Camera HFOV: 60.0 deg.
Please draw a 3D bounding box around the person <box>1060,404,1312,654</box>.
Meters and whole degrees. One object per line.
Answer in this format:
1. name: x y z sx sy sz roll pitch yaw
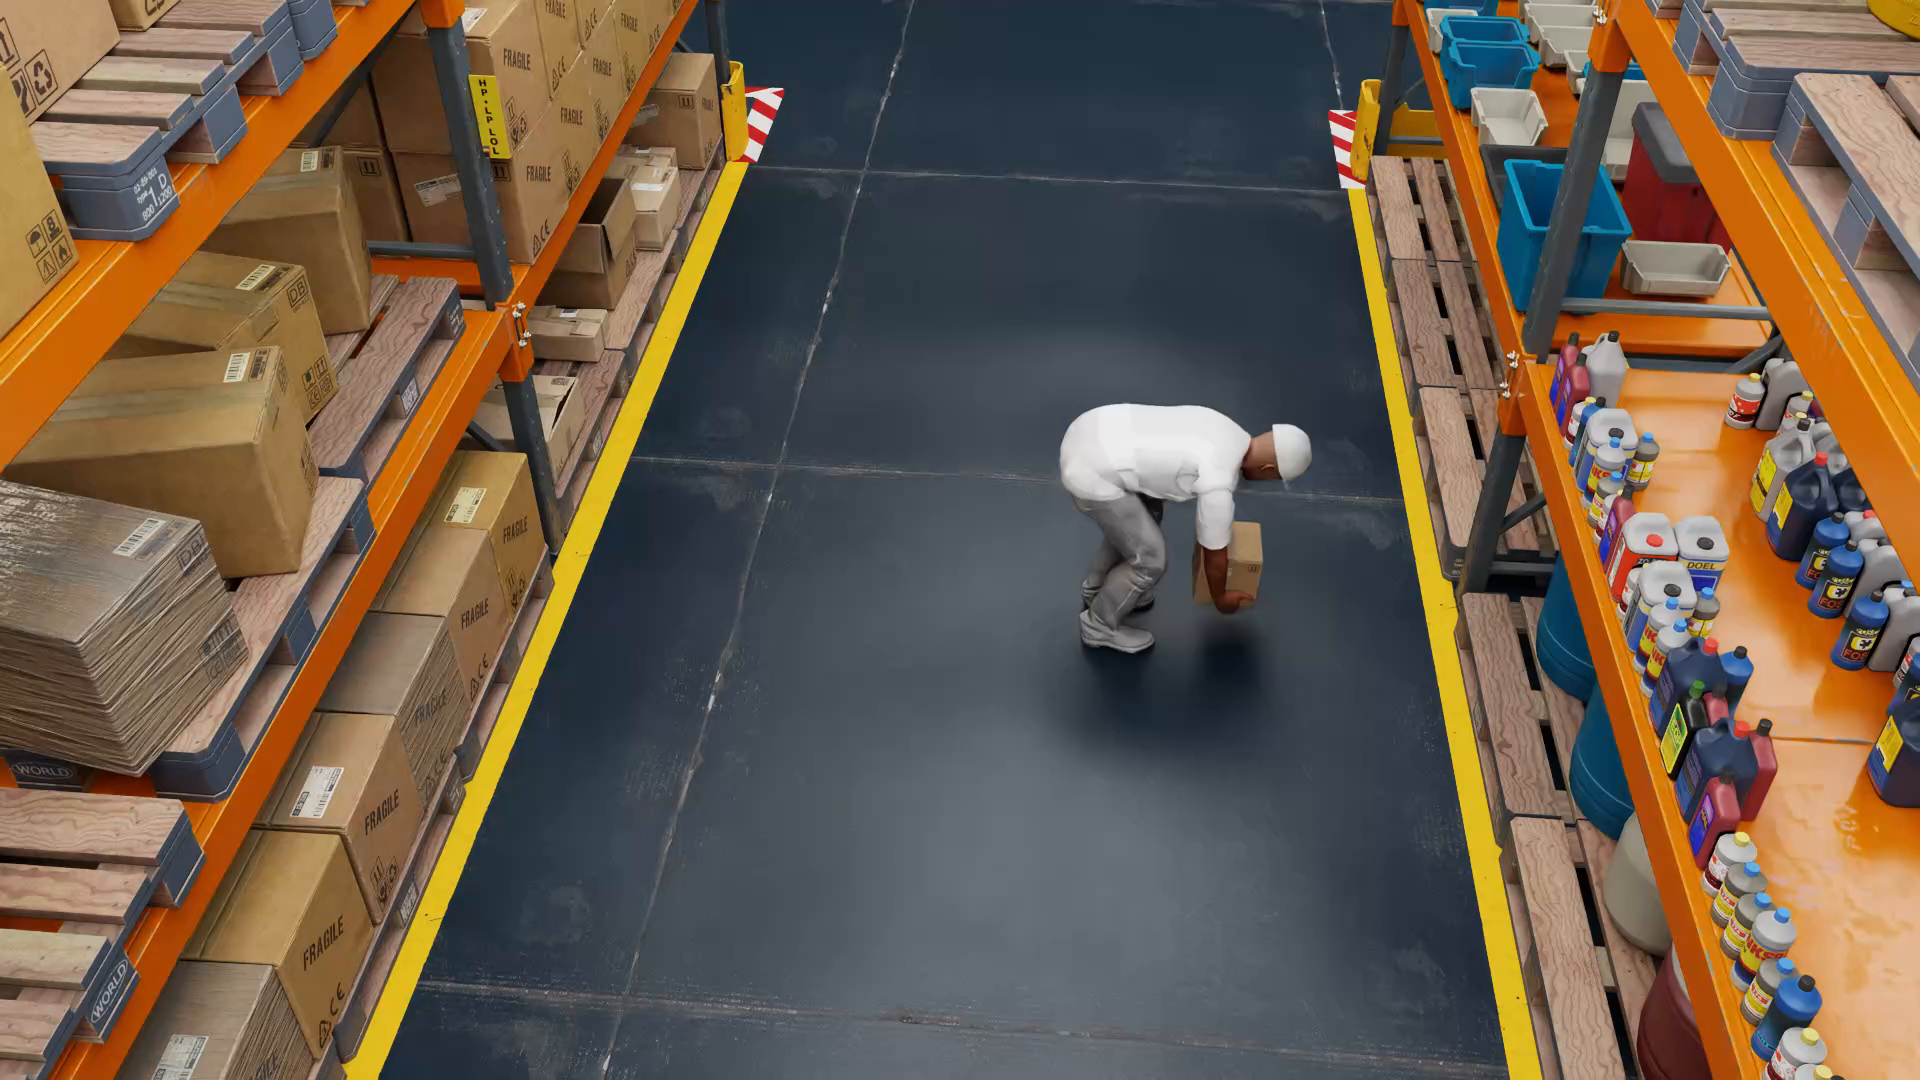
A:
1. person: 0.885 -0.064 6.750 0.982 1.076 0.482 2 40 2
